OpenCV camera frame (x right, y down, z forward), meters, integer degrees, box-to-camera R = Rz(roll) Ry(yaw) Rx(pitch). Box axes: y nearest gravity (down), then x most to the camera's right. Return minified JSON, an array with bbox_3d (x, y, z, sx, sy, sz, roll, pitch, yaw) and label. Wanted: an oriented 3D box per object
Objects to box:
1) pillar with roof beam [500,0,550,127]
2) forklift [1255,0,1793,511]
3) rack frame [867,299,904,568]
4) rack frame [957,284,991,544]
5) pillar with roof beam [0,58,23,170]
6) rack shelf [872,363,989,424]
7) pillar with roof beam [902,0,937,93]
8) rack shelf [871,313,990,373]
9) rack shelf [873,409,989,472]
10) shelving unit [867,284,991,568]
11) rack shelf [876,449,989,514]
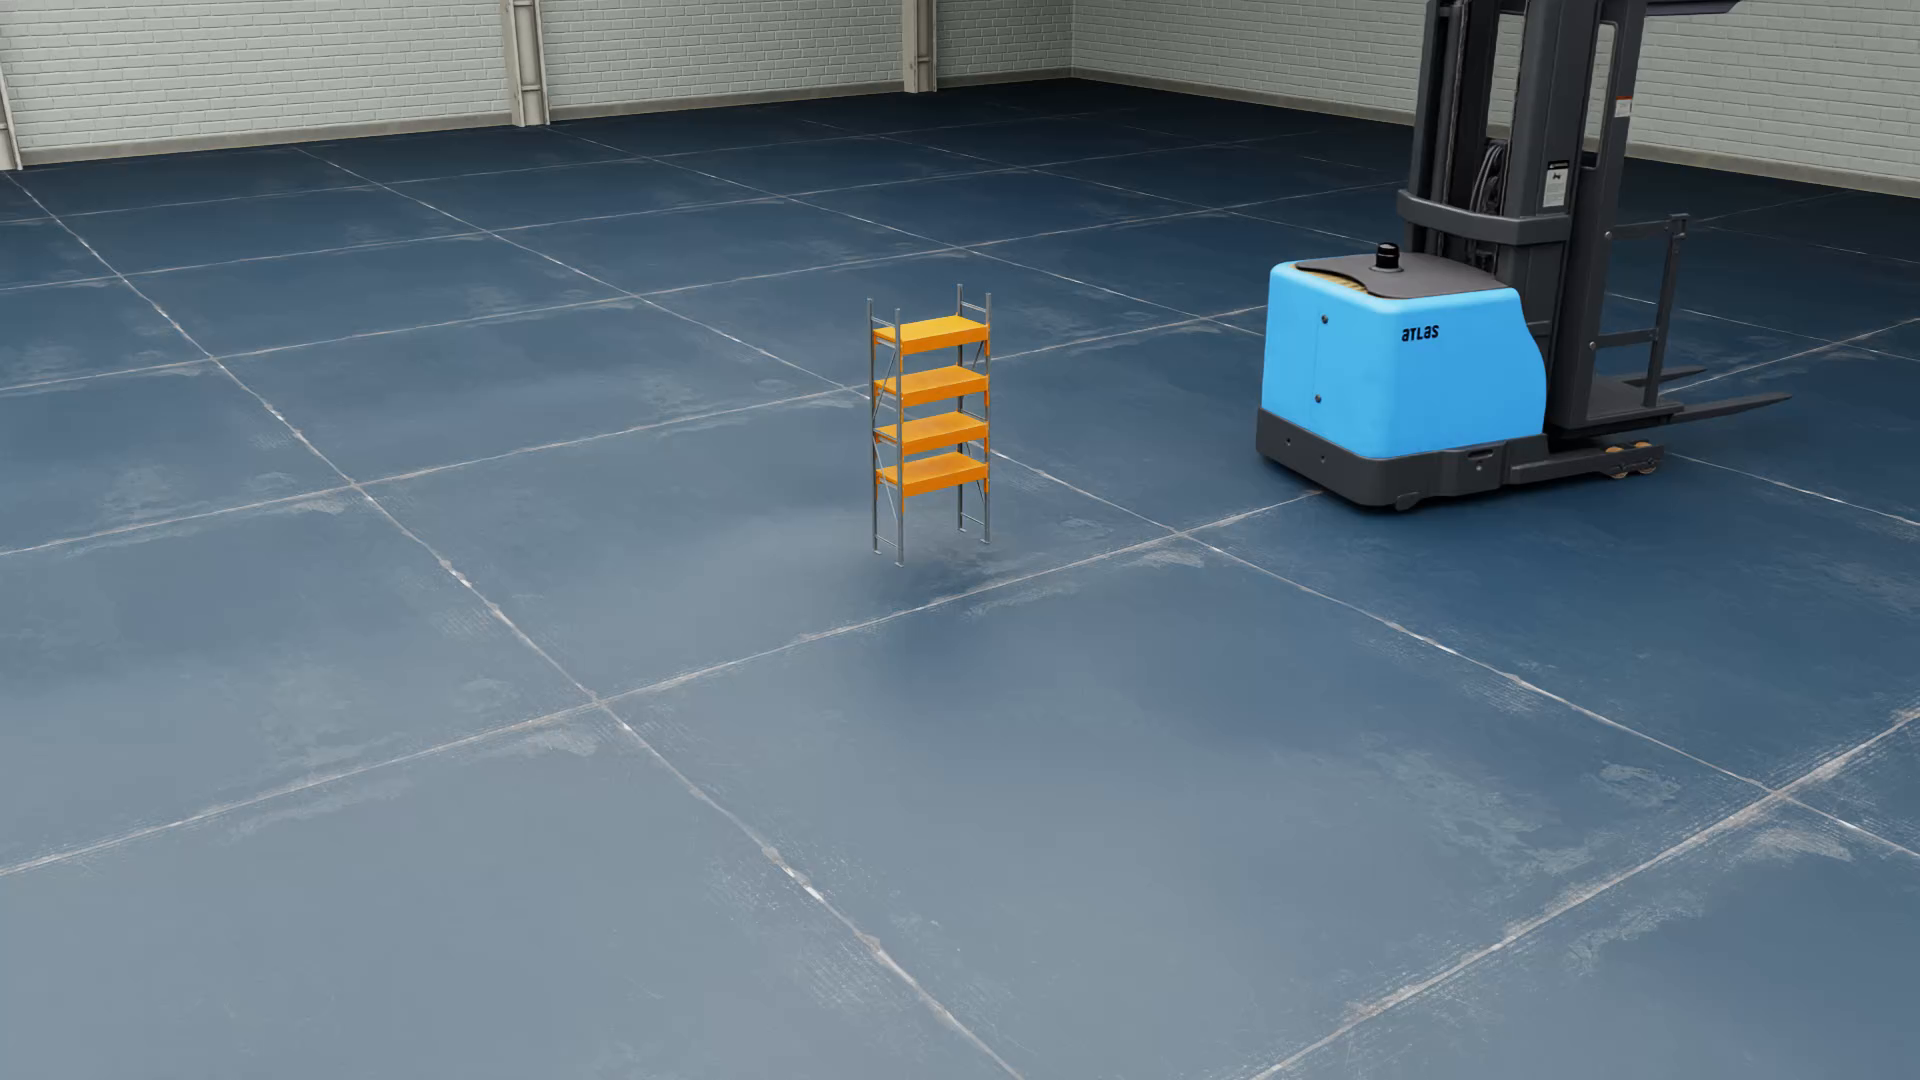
[{"bbox_3d":[-2.942,-8.173,16.237,0.400,9.000,9.100,-15,26,-33],"label":"pillar with roof beam"},{"bbox_3d":[3.149,-1.850,8.577,3.031,2.935,1.130,-9,24,-22],"label":"forklift"},{"bbox_3d":[-0.332,-0.469,7.452,0.015,1.200,0.240,-15,26,-33],"label":"rack frame"},{"bbox_3d":[0.064,-0.574,7.717,0.015,1.200,0.240,-15,26,-33],"label":"rack frame"},{"bbox_3d":[-7.812,-6.875,12.983,0.400,9.000,9.100,-15,26,-33],"label":"pillar with roof beam"},{"bbox_3d":[-0.134,-0.667,7.526,0.480,0.148,0.258,-15,26,-33],"label":"rack shelf"},{"bbox_3d":[1.929,-9.472,19.492,0.400,9.000,9.100,-15,26,-33],"label":"pillar with roof beam"},{"bbox_3d":[-0.134,-0.886,7.439,0.480,0.148,0.258,-15,26,-33],"label":"rack shelf"},{"bbox_3d":[-0.134,-0.459,7.609,0.480,0.148,0.258,-15,26,-33],"label":"rack shelf"},{"bbox_3d":[-0.134,-0.521,7.584,0.503,1.200,0.258,-15,26,-33],"label":"shelving unit"},{"bbox_3d":[-0.134,-0.275,7.683,0.480,0.148,0.258,-15,26,-33],"label":"rack shelf"}]
